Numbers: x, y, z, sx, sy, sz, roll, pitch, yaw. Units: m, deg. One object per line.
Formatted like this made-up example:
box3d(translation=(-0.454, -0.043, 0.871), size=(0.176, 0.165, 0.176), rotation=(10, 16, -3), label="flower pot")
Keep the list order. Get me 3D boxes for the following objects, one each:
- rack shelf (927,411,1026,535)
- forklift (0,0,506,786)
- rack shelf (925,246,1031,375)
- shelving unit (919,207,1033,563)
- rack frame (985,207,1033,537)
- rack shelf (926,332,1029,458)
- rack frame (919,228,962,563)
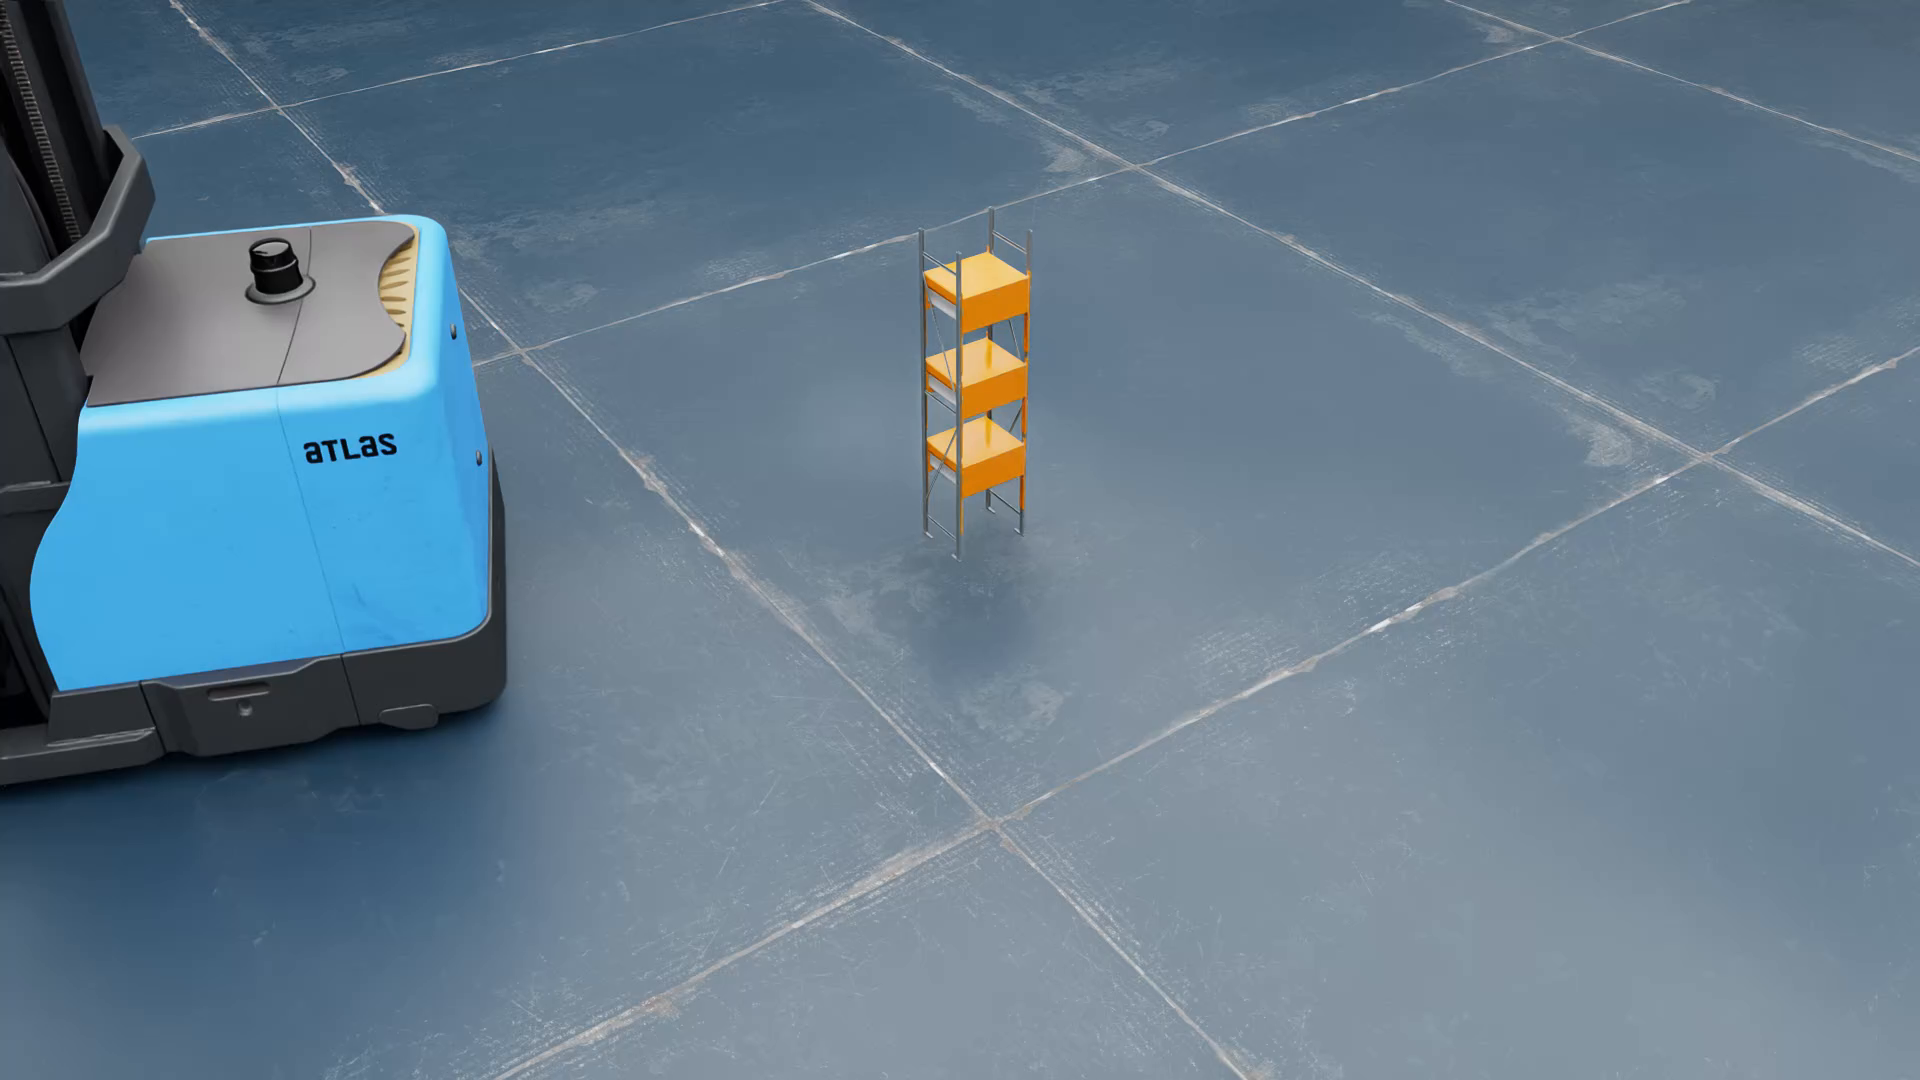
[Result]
box3d(translation=(0.044, -0.210, 5.137), size=(0.240, 0.259, 0.215), rotation=(-22, 41, -28), label="rack shelf")
box3d(translation=(-2.823, -0.788, 3.836), size=(3.031, 2.935, 1.130), rotation=(-8, 36, -10), label="forklift")
box3d(translation=(0.044, -0.666, 4.809), size=(0.240, 0.259, 0.215), rotation=(-22, 41, -28), label="rack shelf")
box3d(translation=(0.044, -0.444, 4.968), size=(0.252, 1.050, 0.215), rotation=(-22, 41, -28), label="shelving unit")
box3d(translation=(0.143, -0.485, 5.026), size=(0.008, 1.050, 0.200), rotation=(-22, 41, -28), label="rack frame")
box3d(translation=(0.044, -0.436, 4.975), size=(0.240, 0.259, 0.215), rotation=(-22, 41, -28), label="rack shelf")
box3d(translation=(-0.056, -0.403, 4.911), size=(0.008, 1.050, 0.200), rotation=(-22, 41, -28), label="rack frame")
